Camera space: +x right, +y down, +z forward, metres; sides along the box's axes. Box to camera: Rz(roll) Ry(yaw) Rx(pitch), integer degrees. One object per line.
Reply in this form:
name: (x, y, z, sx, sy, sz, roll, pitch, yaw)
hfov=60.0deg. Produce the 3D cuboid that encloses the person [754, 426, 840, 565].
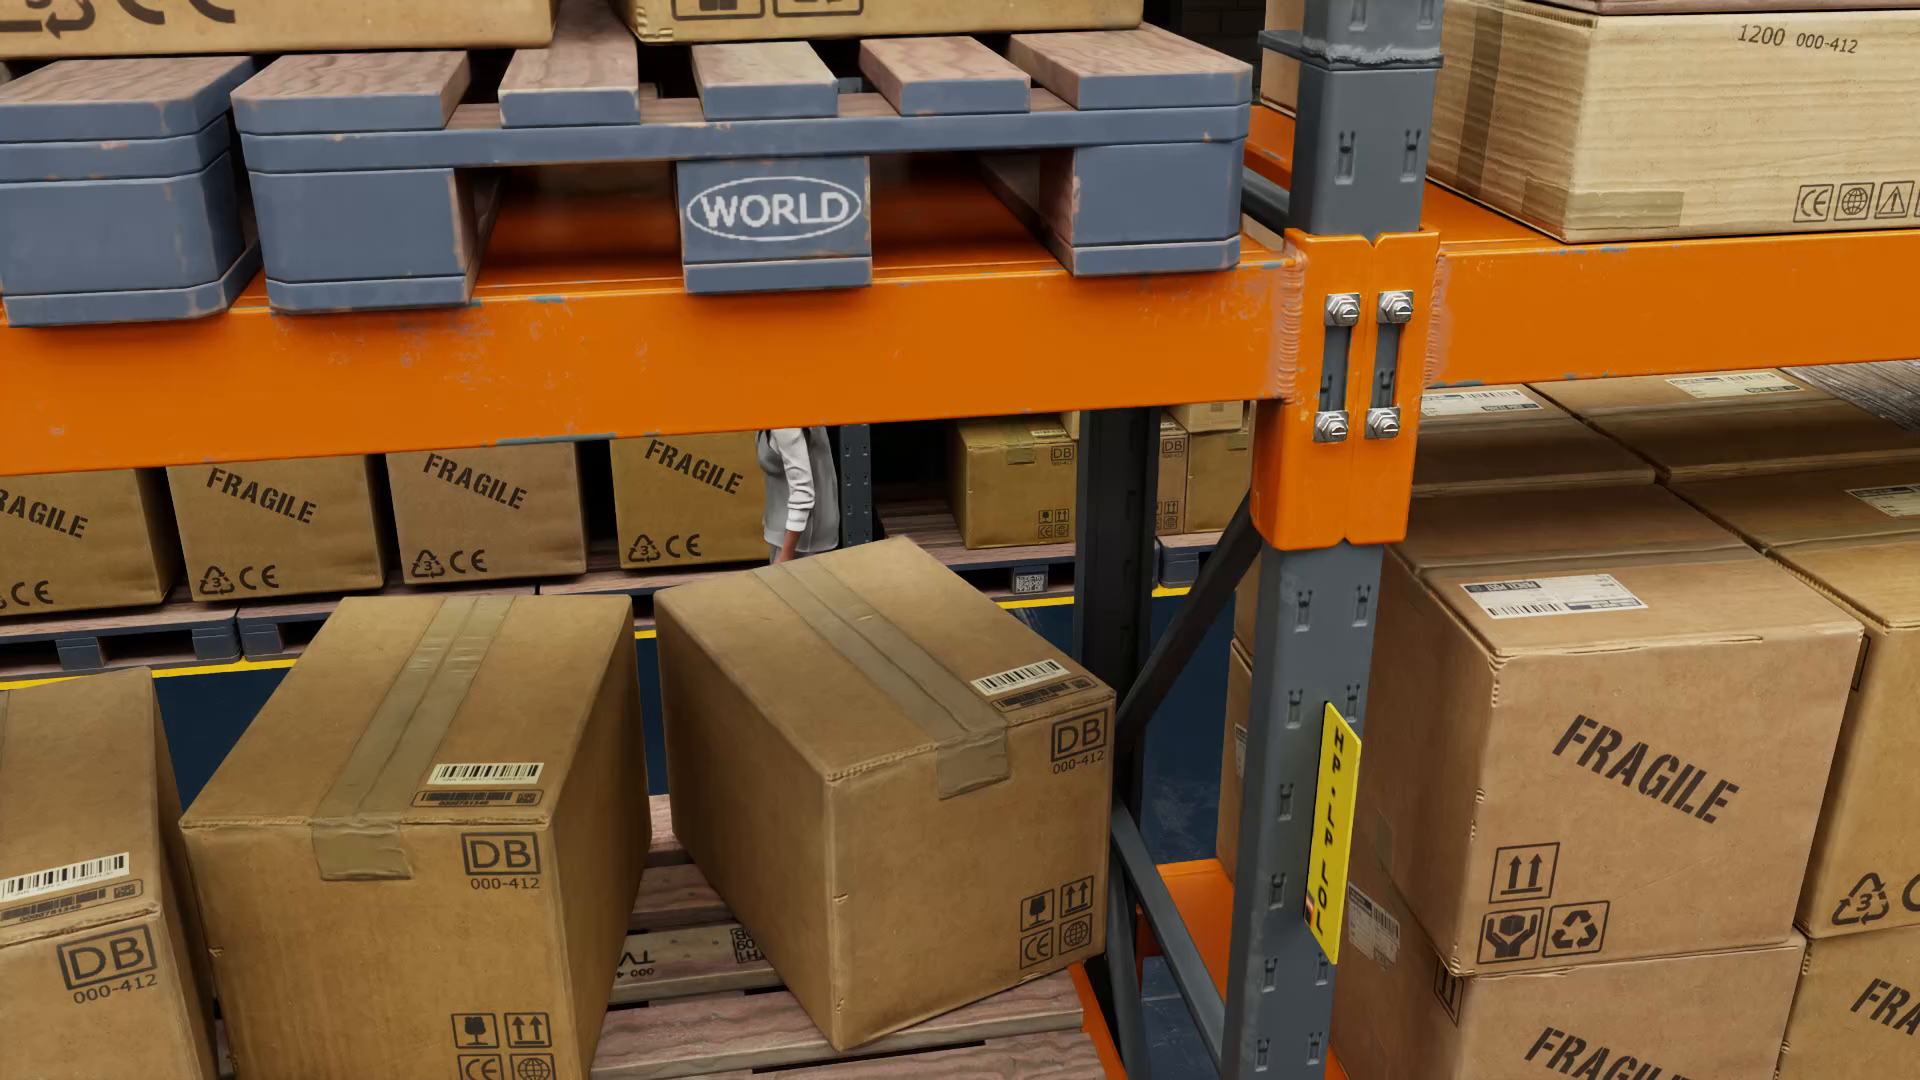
person: (-0.629, -0.003, 6.133, 0.364, 1.582, 0.462, -4, 24, -9)
